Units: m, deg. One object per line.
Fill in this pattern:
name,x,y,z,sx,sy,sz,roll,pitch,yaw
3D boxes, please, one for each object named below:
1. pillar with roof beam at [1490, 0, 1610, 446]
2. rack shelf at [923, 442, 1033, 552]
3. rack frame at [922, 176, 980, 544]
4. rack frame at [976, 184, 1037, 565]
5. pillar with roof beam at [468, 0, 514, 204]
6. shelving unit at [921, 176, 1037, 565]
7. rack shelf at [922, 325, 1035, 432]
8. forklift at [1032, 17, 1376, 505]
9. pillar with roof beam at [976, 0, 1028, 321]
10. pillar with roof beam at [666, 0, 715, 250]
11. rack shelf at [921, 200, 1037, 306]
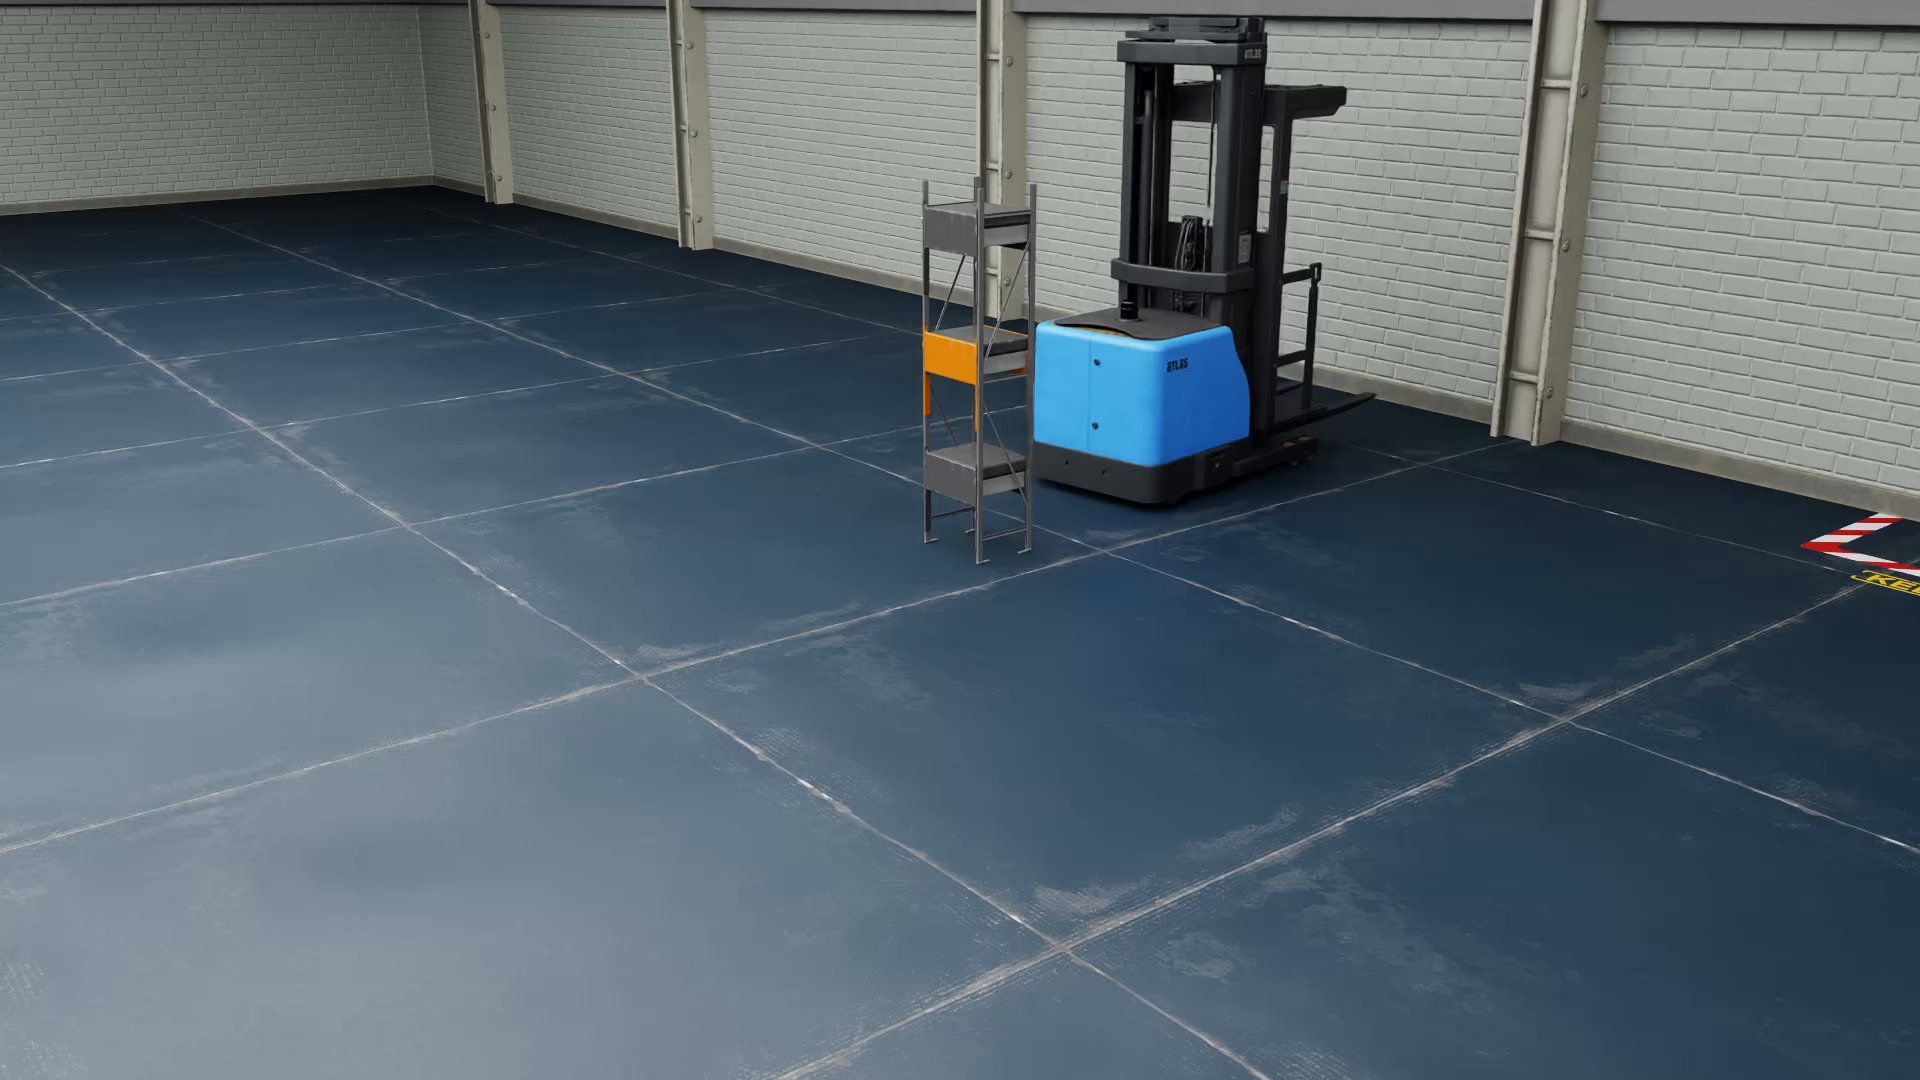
pillar with roof beam,0.747,-4.181,8.172,9.100,9.000,0.400,-14,23,-36
rack shelf,0.103,-0.279,9.634,0.431,0.518,0.480,-14,23,-36
rack frame,-0.049,-1.016,9.591,0.400,2.100,0.015,-14,23,-36
rack frame,0.254,-0.896,9.228,0.400,2.100,0.015,-14,23,-36
pillar with roof beam,-10.429,-8.616,21.567,9.100,9.000,0.400,-14,23,-36
shelving unit,0.103,-0.956,9.409,0.431,2.100,0.503,-14,23,-36
rack shelf,0.103,-0.943,9.414,0.431,0.518,0.480,-14,23,-36
forklift,1.838,-1.994,11.221,1.130,2.935,3.031,16,24,41
pillar with roof beam,-2.978,-5.659,12.637,9.100,9.000,0.400,-14,23,-36
pillar with roof beam,-6.703,-7.138,17.102,9.100,9.000,0.400,-14,23,-36
rack shelf,0.103,-1.608,9.193,0.431,0.518,0.480,-14,23,-36
